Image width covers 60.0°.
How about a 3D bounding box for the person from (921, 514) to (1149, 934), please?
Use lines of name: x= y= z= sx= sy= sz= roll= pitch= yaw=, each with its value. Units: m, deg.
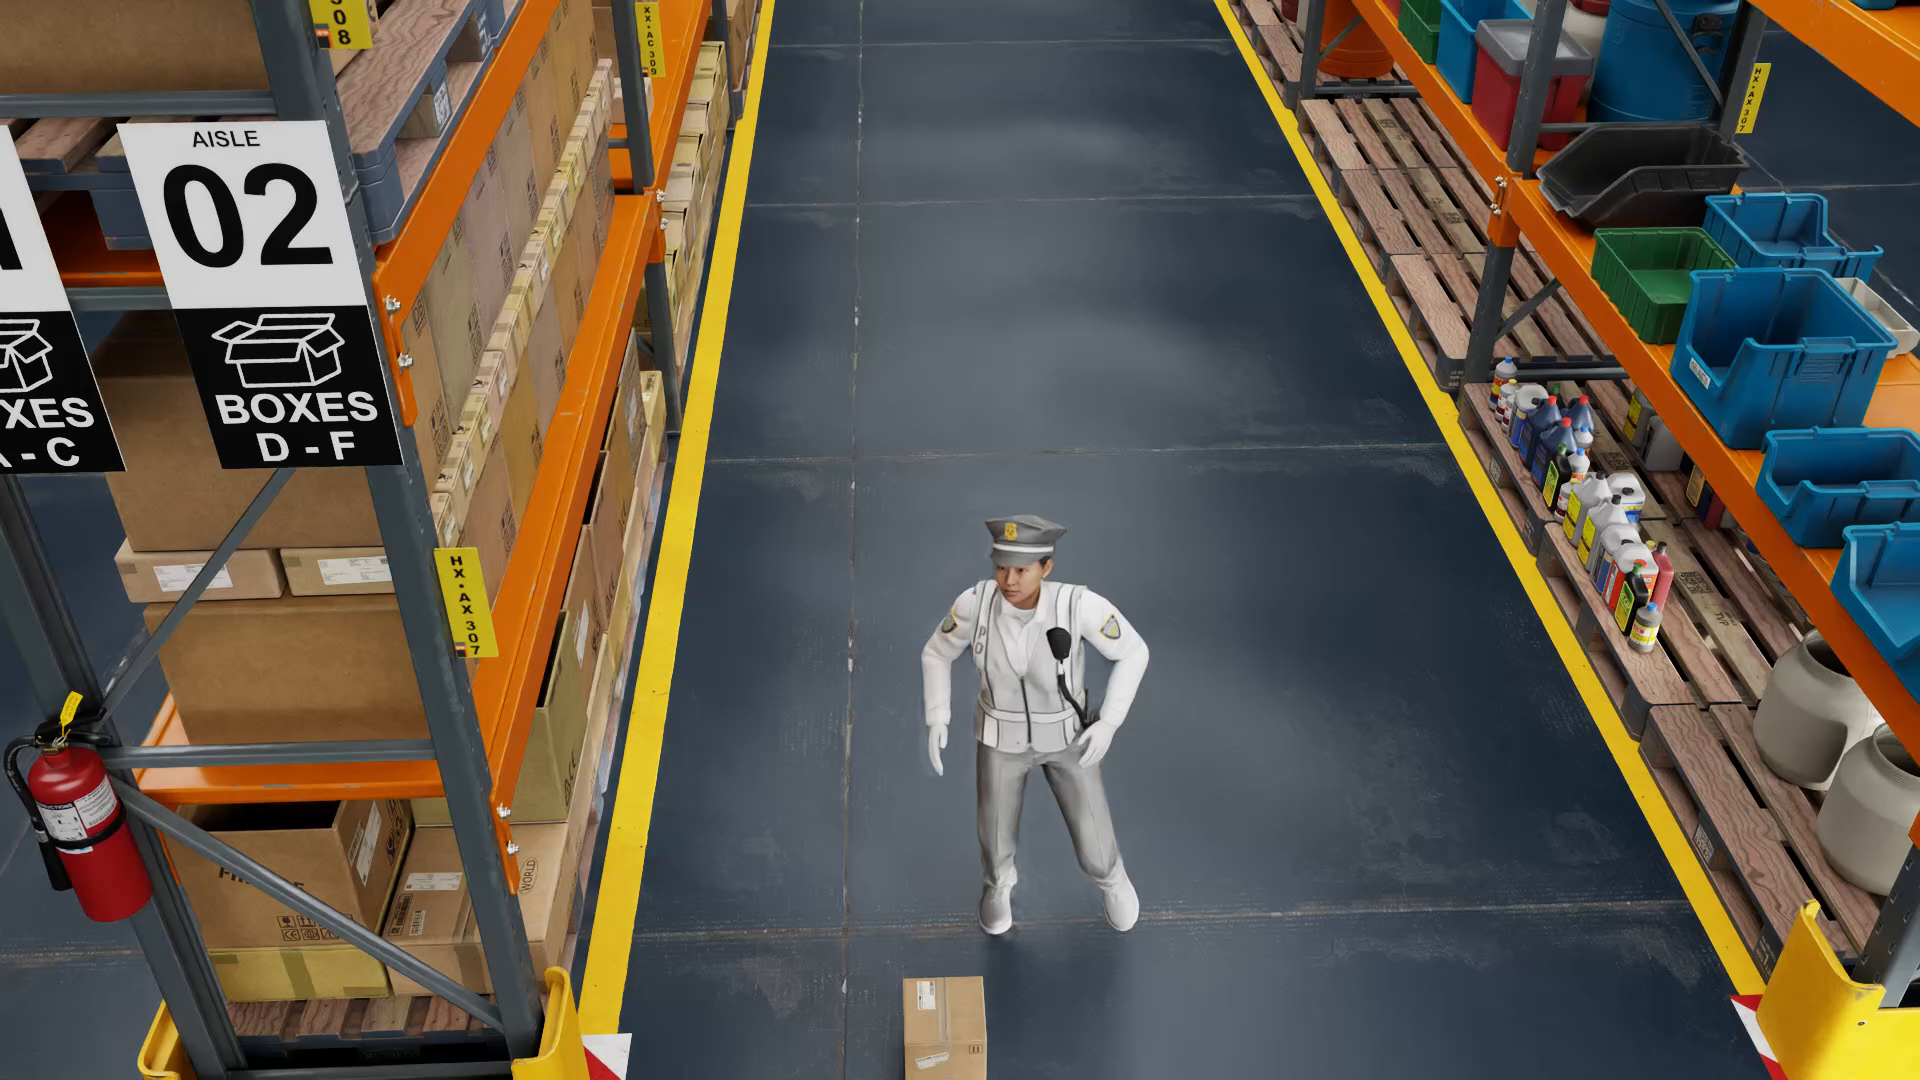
person: x=0.238 y=0.656 z=5.237 sx=0.739 sy=1.660 sz=0.520 roll=2 pitch=35 yaw=2
